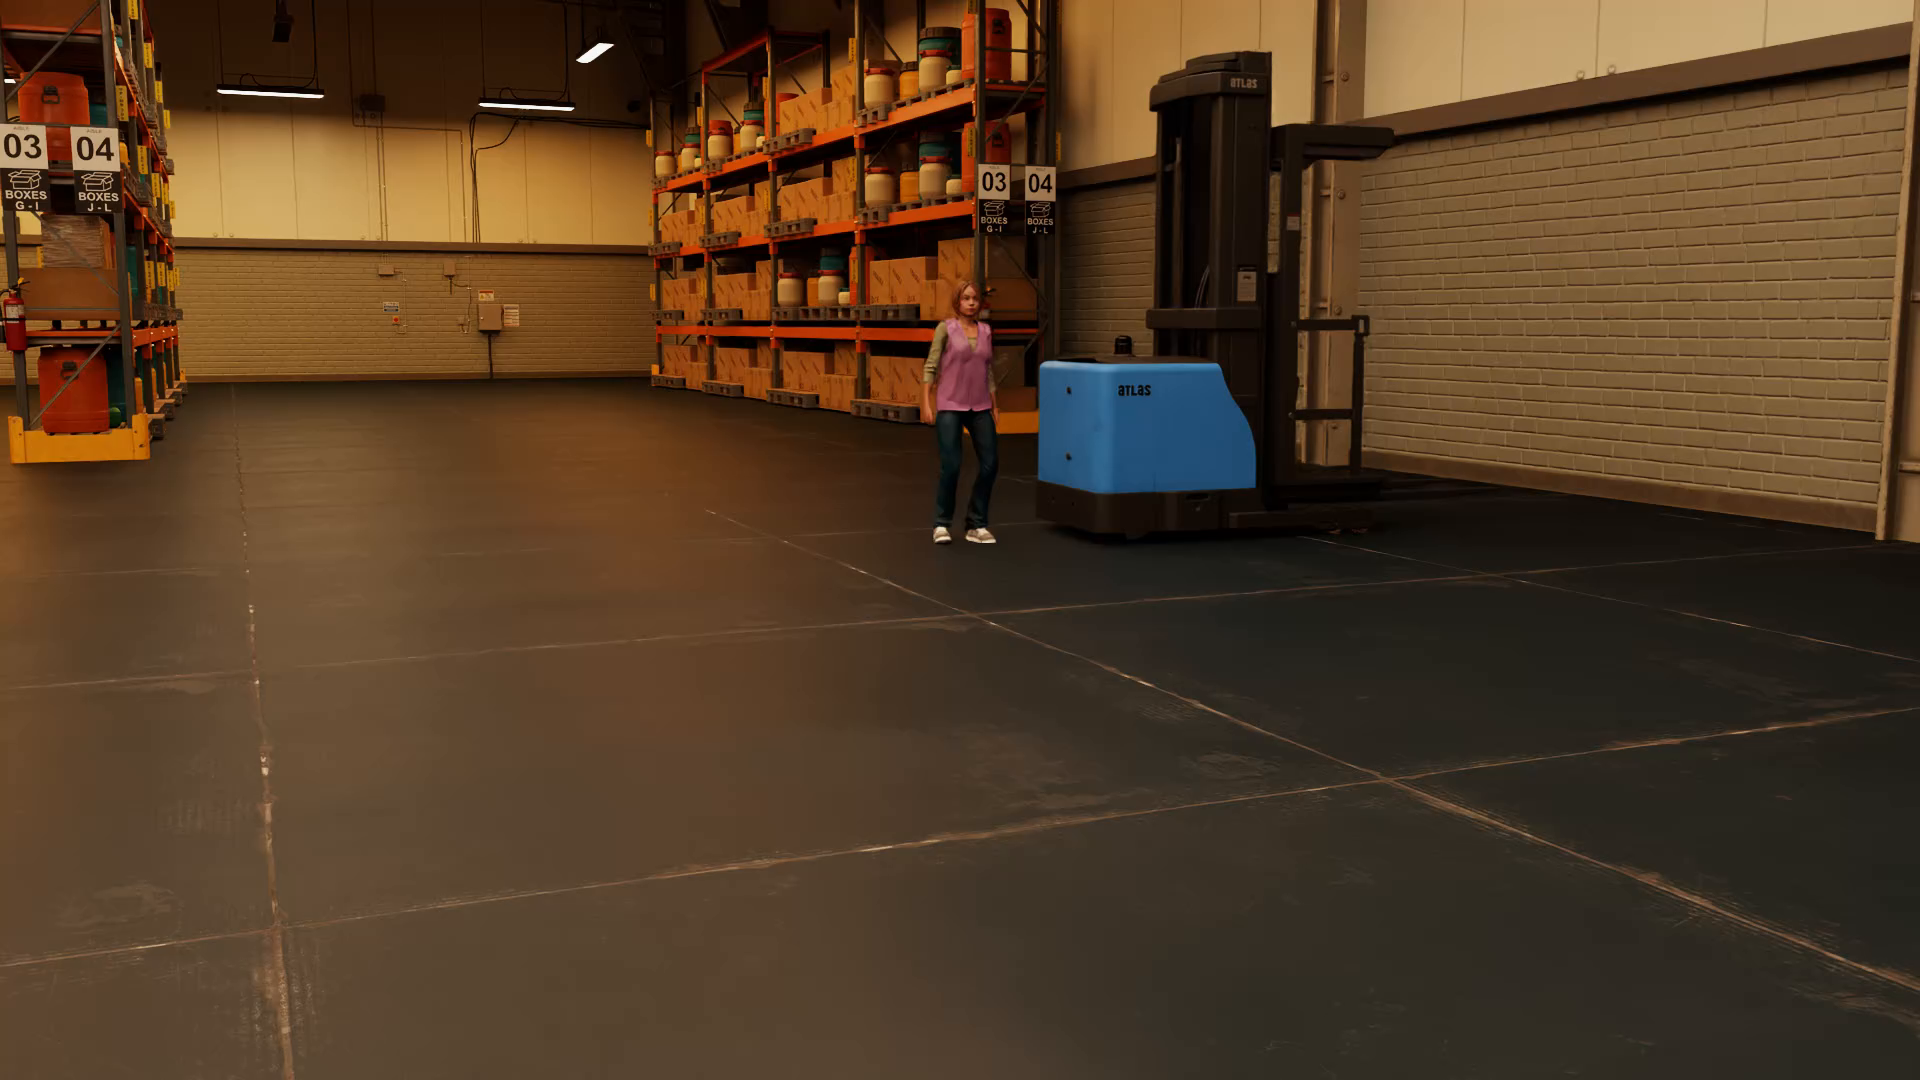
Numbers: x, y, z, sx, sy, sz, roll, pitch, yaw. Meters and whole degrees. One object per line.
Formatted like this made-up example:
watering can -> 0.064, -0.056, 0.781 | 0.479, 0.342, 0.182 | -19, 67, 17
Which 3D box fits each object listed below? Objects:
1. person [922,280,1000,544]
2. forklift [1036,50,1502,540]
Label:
person -> 0.028, -0.764, 9.980 | 0.518, 1.579, 0.375 | -3, 8, -23
forklift -> 2.063, -1.546, 10.666 | 3.031, 2.935, 1.130 | -3, 8, -20
